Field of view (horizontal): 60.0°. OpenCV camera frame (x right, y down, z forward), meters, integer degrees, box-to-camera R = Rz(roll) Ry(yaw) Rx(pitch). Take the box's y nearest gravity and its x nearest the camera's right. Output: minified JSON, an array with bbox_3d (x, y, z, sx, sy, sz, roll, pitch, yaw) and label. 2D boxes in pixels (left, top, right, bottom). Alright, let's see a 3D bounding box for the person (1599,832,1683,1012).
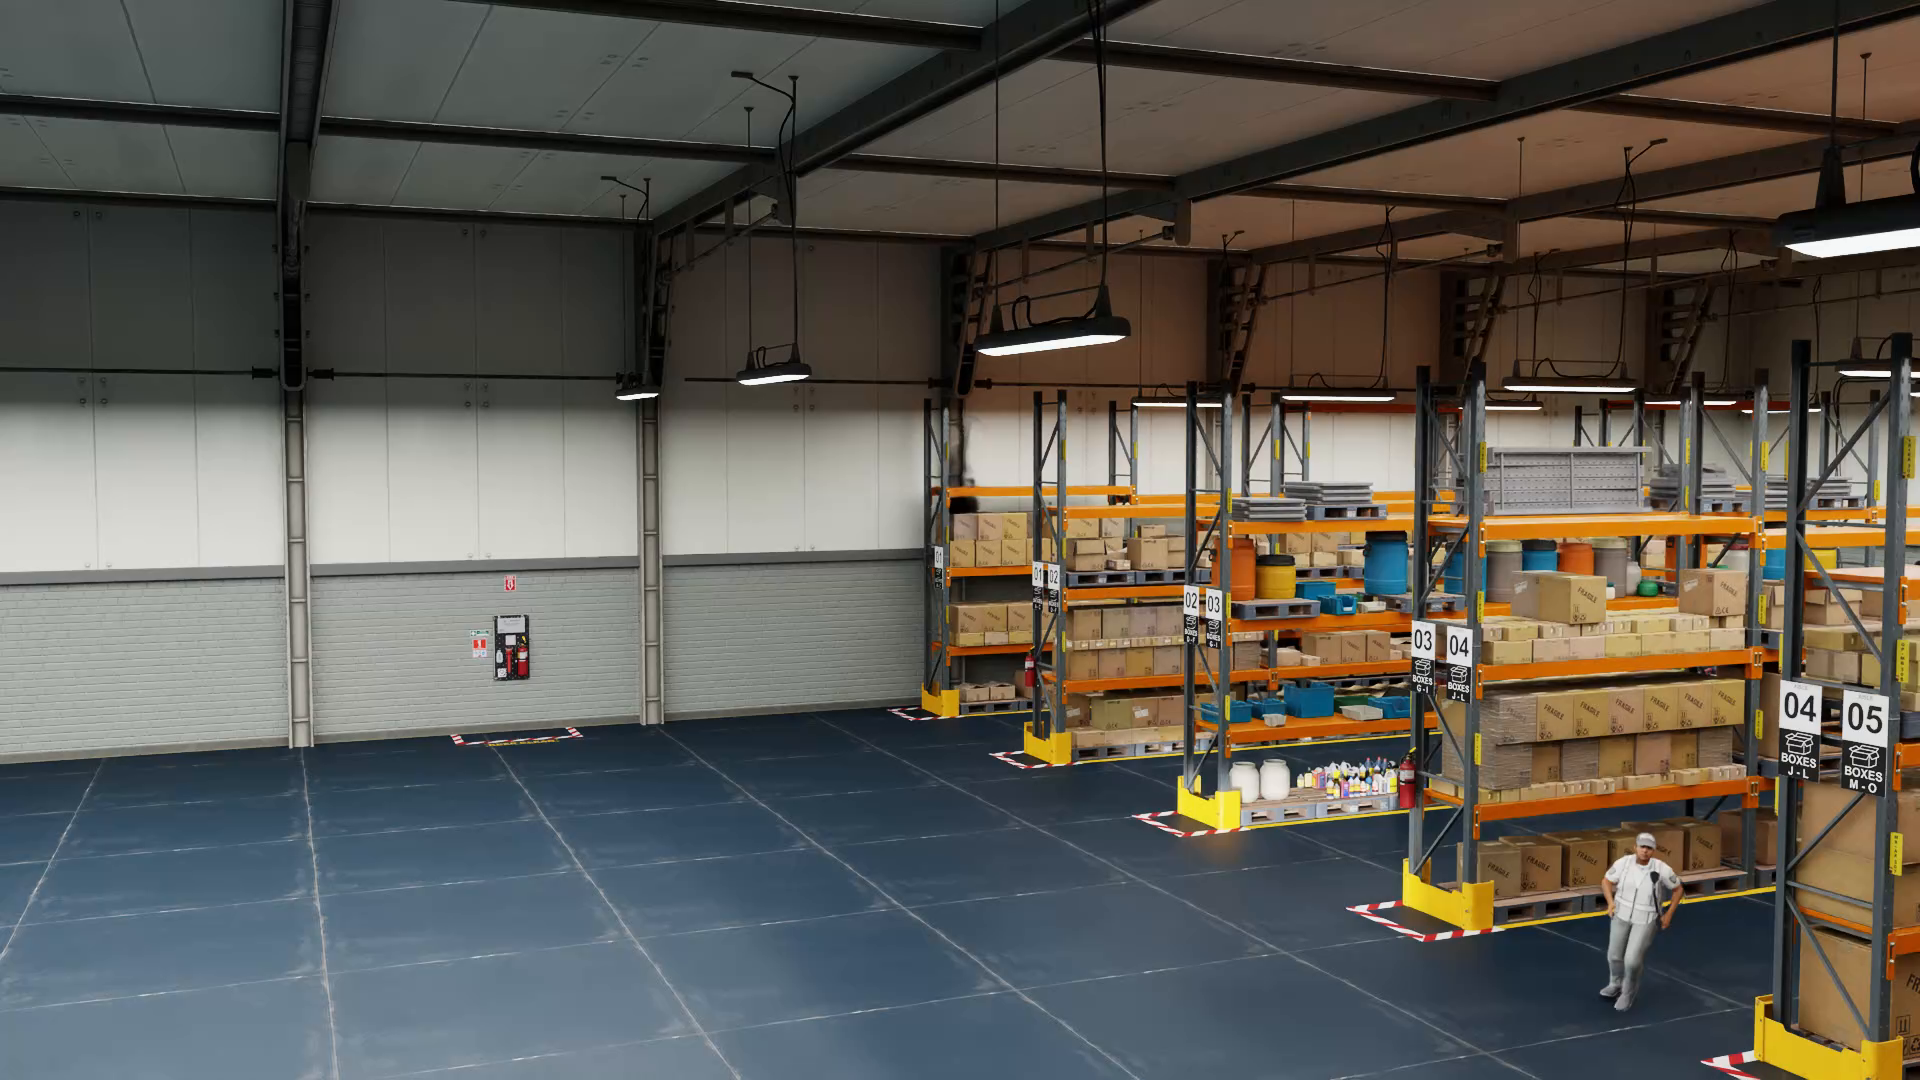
[{"bbox_3d":[6.152,3.470,15.121,0.684,1.651,0.624,3,4,39],"label":"person"}]
